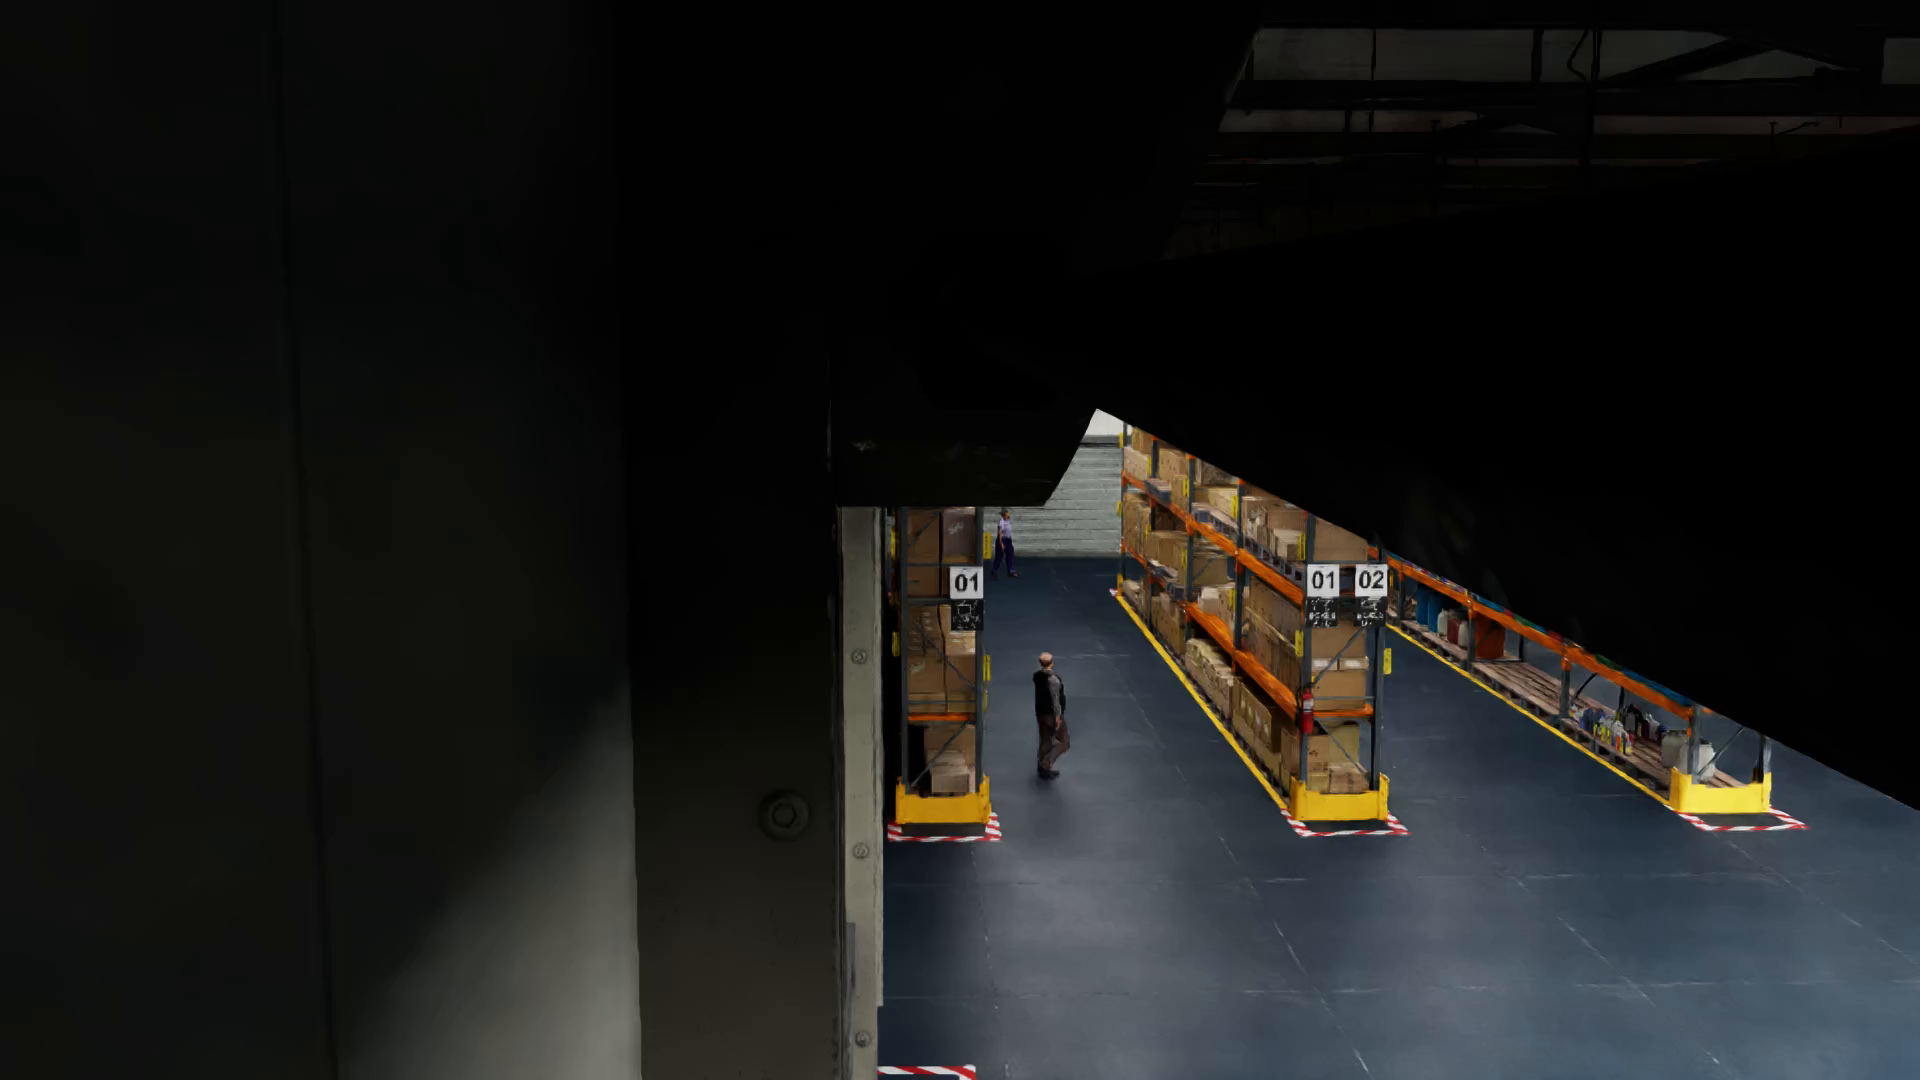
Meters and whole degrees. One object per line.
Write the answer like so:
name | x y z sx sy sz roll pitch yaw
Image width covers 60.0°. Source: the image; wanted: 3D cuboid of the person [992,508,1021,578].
person | 1.057 0.063 38.861 0.526 1.623 0.720 5 9 30

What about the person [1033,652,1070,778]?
person | 1.189 2.355 22.311 0.445 1.718 0.575 -4 9 -29
